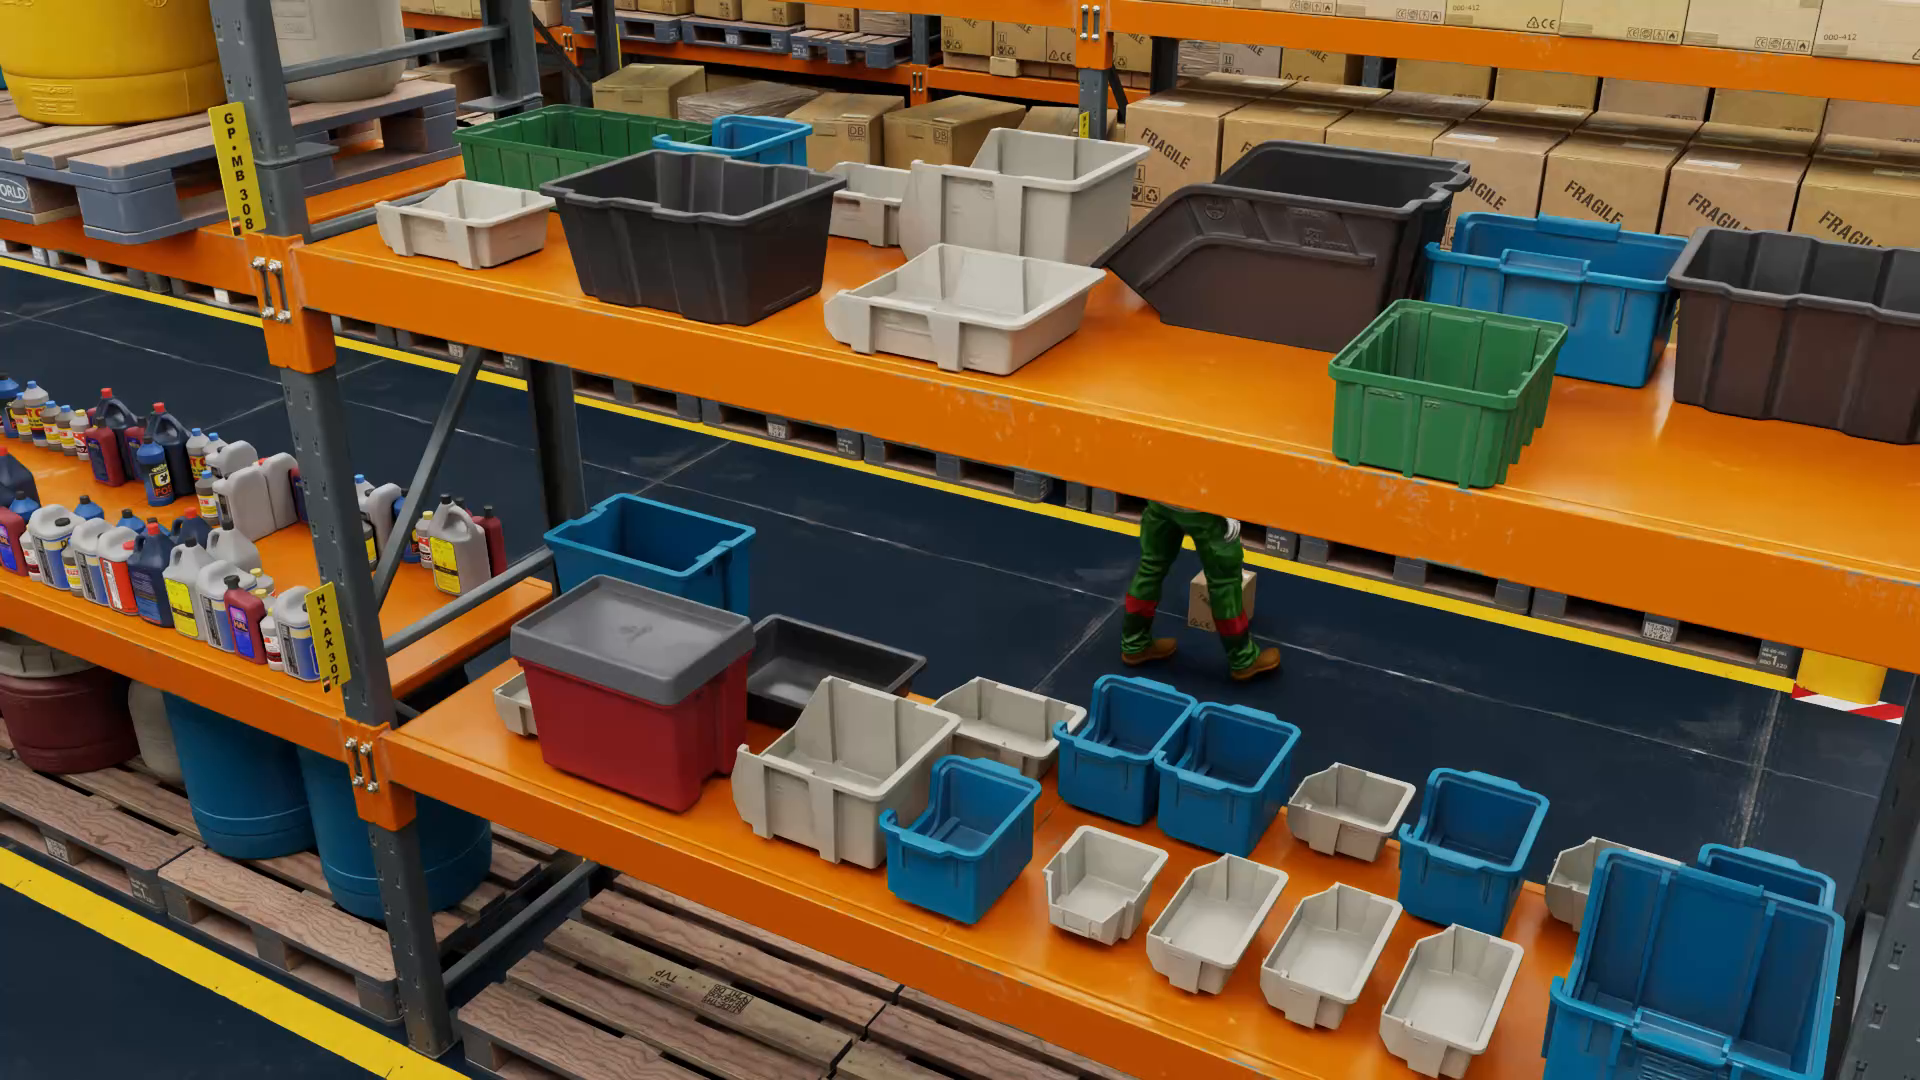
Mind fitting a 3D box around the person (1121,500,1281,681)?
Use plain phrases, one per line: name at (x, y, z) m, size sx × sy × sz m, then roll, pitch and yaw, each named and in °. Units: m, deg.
person at (1.126, -0.217, 7.513) m, size 0.608 × 1.777 × 0.606 m, roll -18°, pitch 31°, yaw -32°
